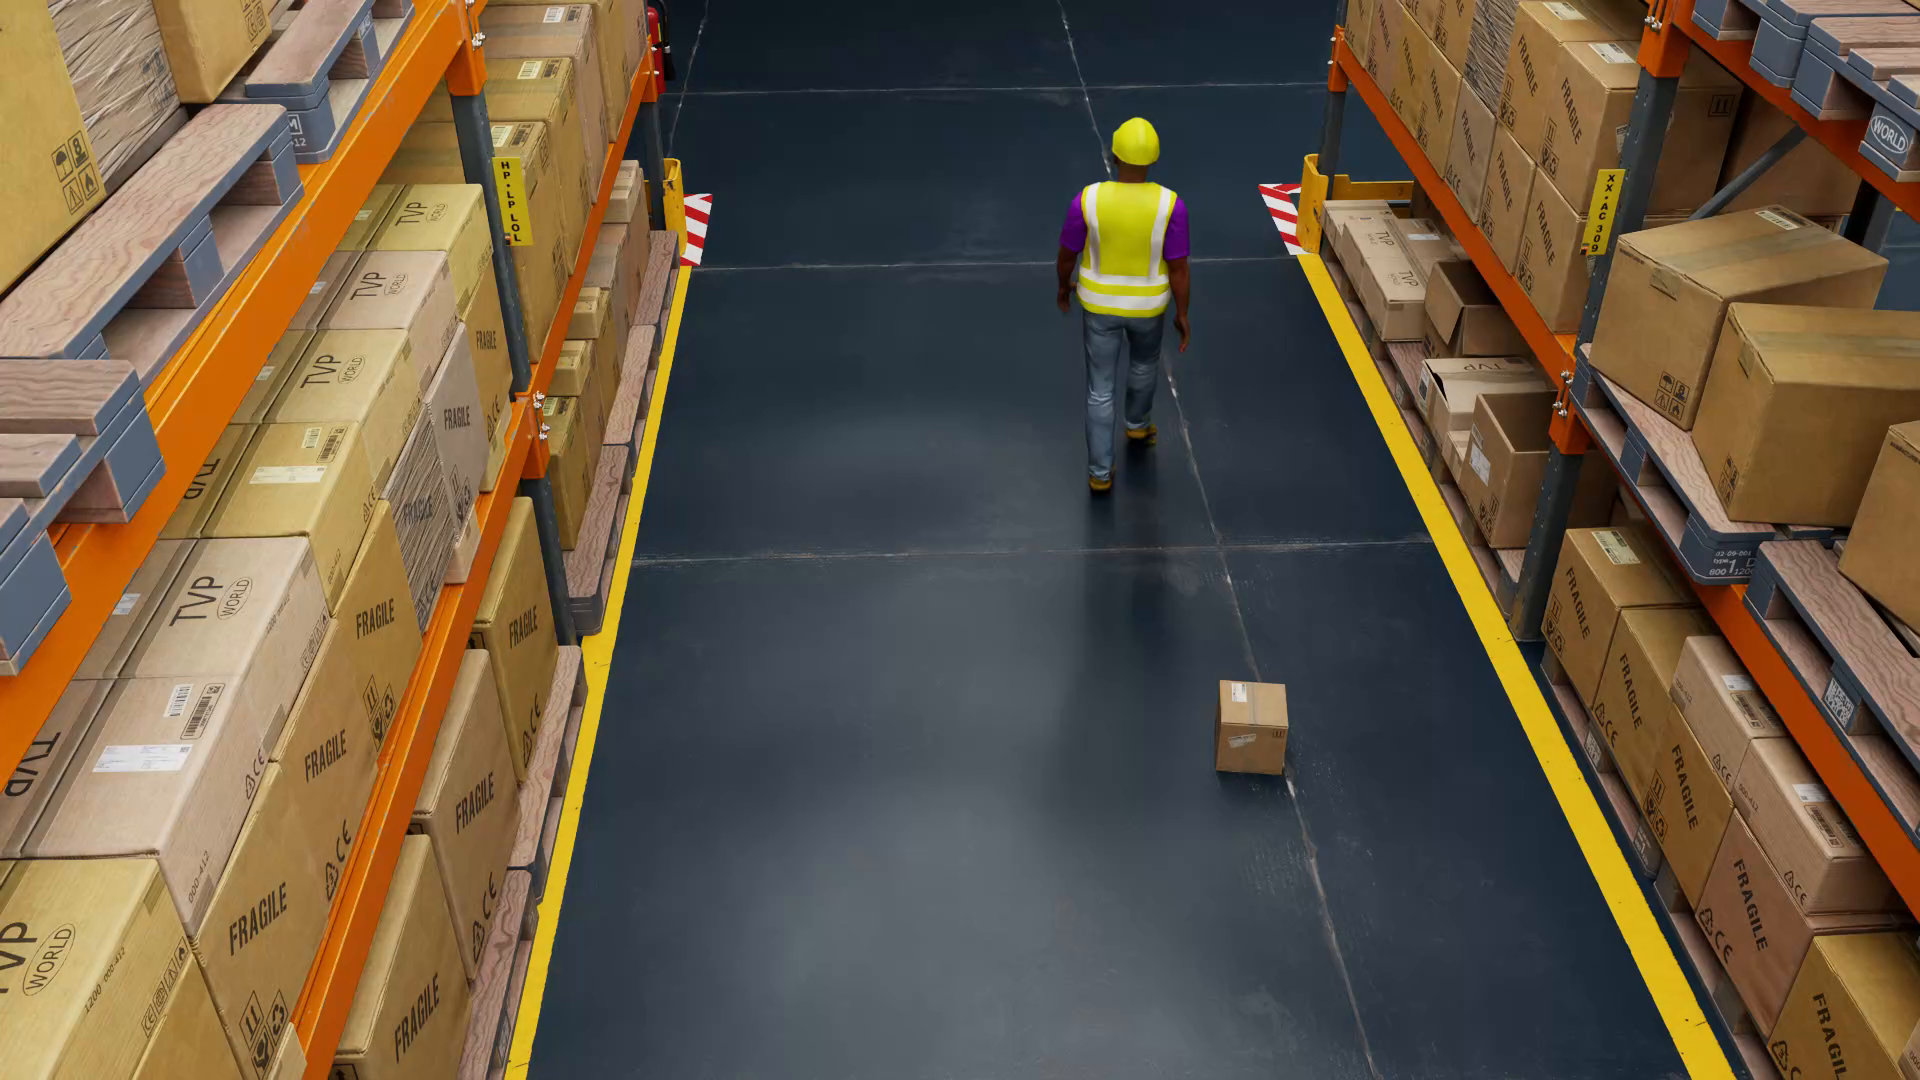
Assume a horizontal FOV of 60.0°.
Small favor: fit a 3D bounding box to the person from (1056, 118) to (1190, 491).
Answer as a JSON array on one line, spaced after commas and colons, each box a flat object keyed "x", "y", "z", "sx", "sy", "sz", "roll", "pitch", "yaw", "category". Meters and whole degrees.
[{"x": 0.755, "y": -1.115, "z": 7.723, "sx": 0.624, "sy": 1.799, "sz": 0.762, "roll": 3, "pitch": 35, "yaw": 4, "category": "person"}]
